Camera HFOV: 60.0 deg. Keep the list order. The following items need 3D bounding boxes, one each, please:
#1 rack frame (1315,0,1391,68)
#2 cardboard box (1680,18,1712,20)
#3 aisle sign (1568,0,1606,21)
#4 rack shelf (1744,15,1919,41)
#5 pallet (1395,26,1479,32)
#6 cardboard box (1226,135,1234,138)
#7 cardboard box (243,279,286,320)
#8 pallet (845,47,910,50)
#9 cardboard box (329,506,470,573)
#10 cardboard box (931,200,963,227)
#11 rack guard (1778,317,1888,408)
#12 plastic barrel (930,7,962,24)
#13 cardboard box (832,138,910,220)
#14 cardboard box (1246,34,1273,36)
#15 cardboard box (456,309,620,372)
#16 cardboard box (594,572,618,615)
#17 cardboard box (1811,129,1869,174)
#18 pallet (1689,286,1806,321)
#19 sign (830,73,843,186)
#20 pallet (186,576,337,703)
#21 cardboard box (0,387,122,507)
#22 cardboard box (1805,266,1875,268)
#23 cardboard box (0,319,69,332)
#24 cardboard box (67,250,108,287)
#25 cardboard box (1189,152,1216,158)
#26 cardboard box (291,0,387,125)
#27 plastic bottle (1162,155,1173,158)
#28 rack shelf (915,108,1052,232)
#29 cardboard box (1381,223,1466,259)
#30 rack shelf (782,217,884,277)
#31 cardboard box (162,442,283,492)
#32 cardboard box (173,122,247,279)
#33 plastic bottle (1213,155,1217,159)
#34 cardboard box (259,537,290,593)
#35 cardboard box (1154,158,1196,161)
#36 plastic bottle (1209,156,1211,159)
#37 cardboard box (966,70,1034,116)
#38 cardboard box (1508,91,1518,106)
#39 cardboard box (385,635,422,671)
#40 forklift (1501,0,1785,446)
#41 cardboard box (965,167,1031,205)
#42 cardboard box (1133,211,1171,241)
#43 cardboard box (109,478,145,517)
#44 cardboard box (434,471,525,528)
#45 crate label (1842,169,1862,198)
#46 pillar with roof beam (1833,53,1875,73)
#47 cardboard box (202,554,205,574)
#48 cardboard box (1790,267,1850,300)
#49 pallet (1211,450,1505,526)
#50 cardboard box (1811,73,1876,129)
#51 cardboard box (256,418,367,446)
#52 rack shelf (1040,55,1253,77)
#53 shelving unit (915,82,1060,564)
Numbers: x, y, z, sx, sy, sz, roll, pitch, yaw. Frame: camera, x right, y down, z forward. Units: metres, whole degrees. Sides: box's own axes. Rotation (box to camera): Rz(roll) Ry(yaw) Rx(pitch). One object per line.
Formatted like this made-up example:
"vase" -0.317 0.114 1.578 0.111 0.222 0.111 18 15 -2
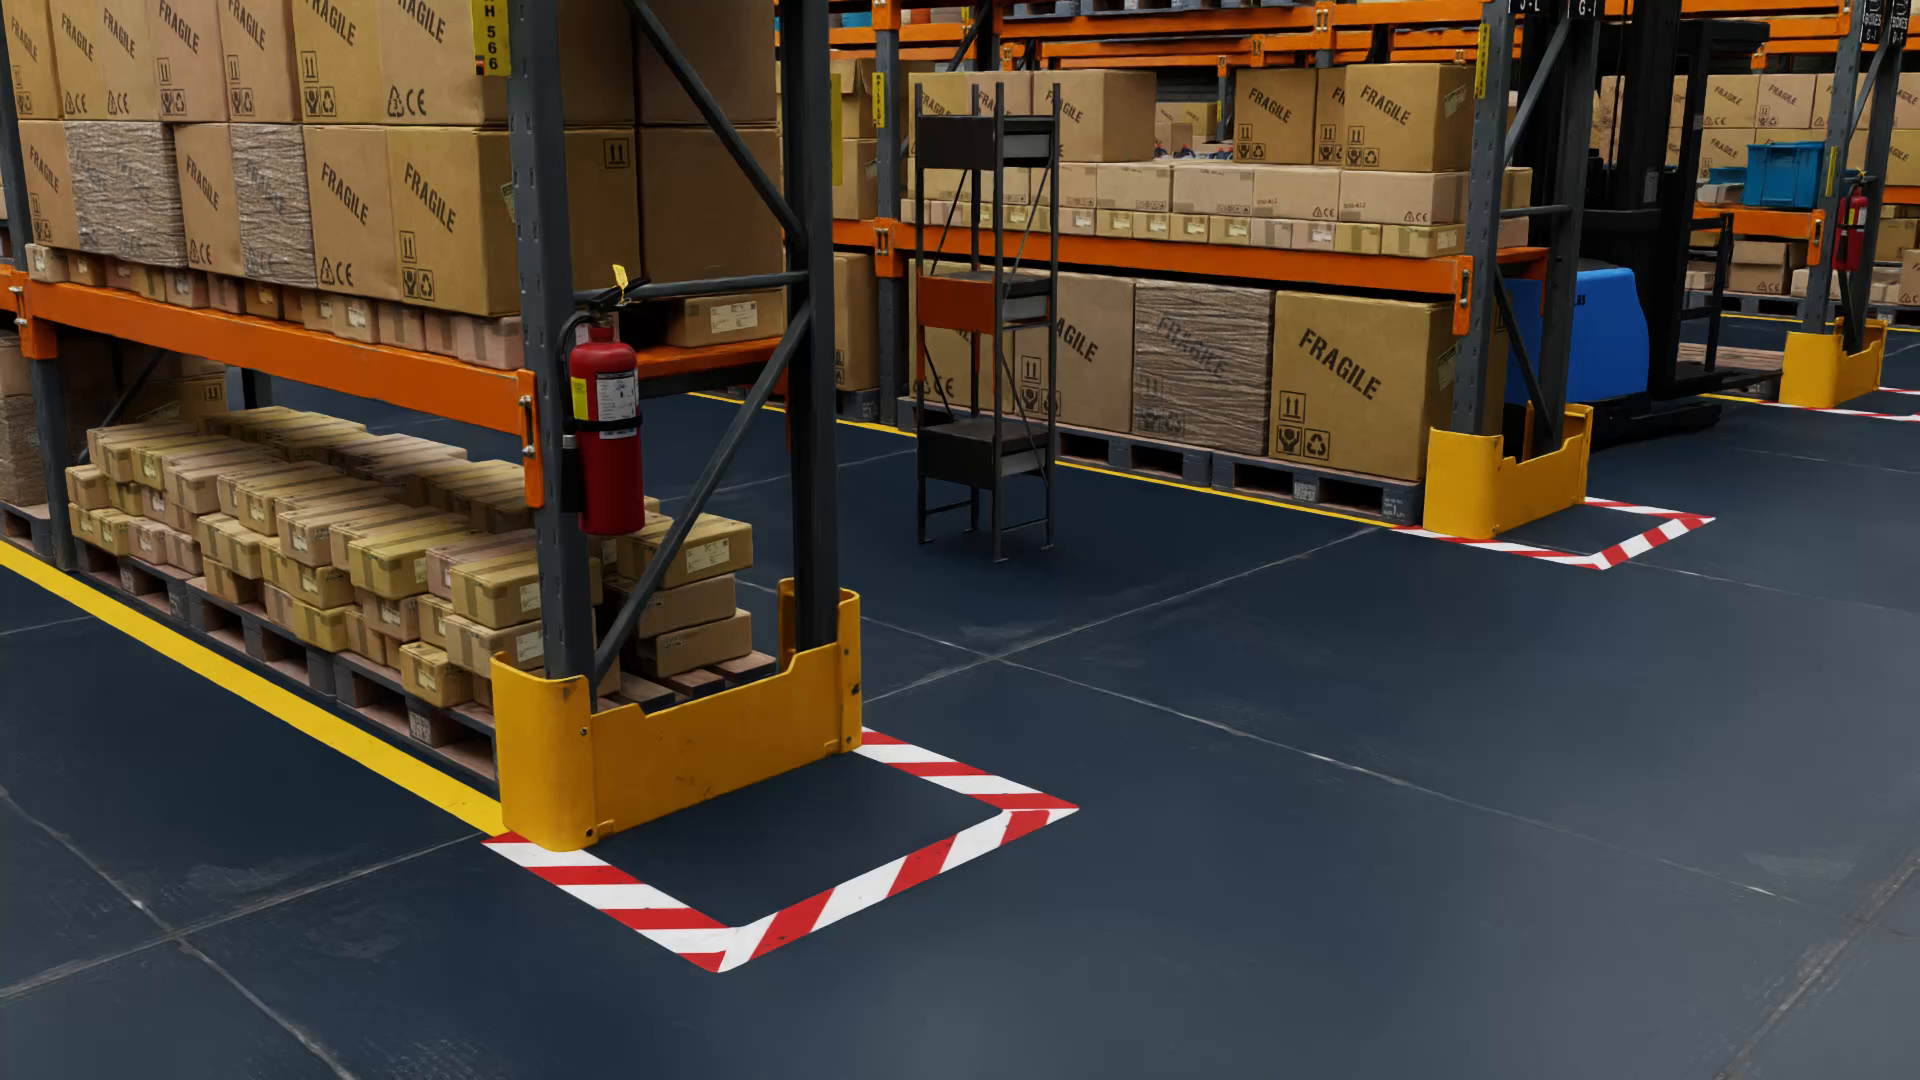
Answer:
"rack frame" 3.308 -3.183 14.200 0.127 3.000 1.000 14 20 42
"cardboard box" 7.284 -5.242 16.451 0.500 0.250 0.500 14 20 42
"aisle sign" 3.010 -2.884 7.896 0.004 0.787 0.394 14 20 42
"rack shelf" 8.189 -4.835 16.017 4.000 0.370 1.077 14 20 42
"pallet" 5.579 -5.750 18.475 1.003 0.211 1.213 14 20 42
"cardboard box" 4.236 -6.440 26.956 0.500 0.250 0.500 14 20 43
"cardboard box" -2.265 -0.871 5.823 0.250 0.149 0.380 14 20 43
"pallet" -1.399 -7.462 24.848 1.213 0.211 1.003 14 20 42
"cardboard box" -1.881 0.007 5.599 0.250 0.149 0.380 13 19 40
"cardboard box" 0.041 -2.005 10.175 0.250 0.149 0.380 13 19 40
"rack guard" 6.214 -1.272 11.822 0.348 0.500 1.175 14 20 42
"plastic barrel" -0.012 -5.761 17.148 0.600 0.901 0.600 0 15 0
"cardboard box" -0.656 -2.365 10.861 0.500 0.500 0.500 14 20 42
"cardboard box" 4.764 -7.975 25.608 0.500 0.500 0.500 -11 18 -36
"cardboard box" -1.197 -0.586 4.730 0.250 0.149 0.380 14 20 42
"cardboard box" -1.123 0.134 5.699 0.250 0.149 0.380 14 20 42
"cardboard box" 8.386 -3.638 15.745 0.500 0.500 0.500 14 20 43
"pallet" 8.125 -2.398 16.718 1.213 0.211 1.003 14 20 42
"sign" -0.389 -1.219 4.945 0.005 0.325 0.100 14 20 42
"pallet" -2.255 0.272 6.468 1.213 0.211 1.003 14 20 42
"cardboard box" -4.353 -0.479 7.946 0.500 0.500 0.500 13 20 41
"cardboard box" 8.714 -2.586 16.487 0.500 0.250 0.500 14 20 42
"cardboard box" -4.718 -0.935 8.209 0.500 0.250 0.500 -13 20 -42
"cardboard box" -3.431 -1.139 6.854 0.380 0.149 0.250 -14 20 -43
"cardboard box" 3.030 -4.767 20.778 0.250 0.149 0.380 14 20 42
"cardboard box" -1.633 -1.501 4.974 0.500 0.500 0.500 13 19 40
"plastic bottle" 1.910 -3.350 15.086 0.135 0.276 0.152 14 20 42
"rack shelf" 0.119 -1.651 7.383 0.480 0.518 0.431 14 20 42
"cardboard box" 2.265 -1.465 8.105 0.380 0.149 0.250 -14 20 -43
"rack shelf" -1.570 -2.286 12.184 4.000 0.370 1.077 14 20 42
"cardboard box" -2.964 -0.280 6.697 0.250 0.149 0.380 13 19 41
"cardboard box" -2.359 -1.193 5.774 0.500 0.500 0.500 -13 20 -41
"plastic bottle" 2.406 -3.476 15.570 0.135 0.276 0.152 14 20 42
"cardboard box" -2.273 0.063 5.972 0.380 0.149 0.250 -13 20 -41
"cardboard box" 1.112 -2.147 9.929 0.500 0.250 0.500 -14 20 -43
"plastic bottle" 2.247 -3.309 14.939 0.097 0.271 0.097 0 15 0
"cardboard box" 0.387 -2.501 9.801 0.500 0.500 0.500 14 20 42
"cardboard box" 7.840 -6.026 22.796 0.500 0.250 0.500 13 20 41
"cardboard box" -1.675 0.332 5.530 0.250 0.149 0.380 14 20 42
"forklift" 4.281 -2.205 10.580 3.031 2.935 1.130 -10 18 -35
"cardboard box" 0.381 -2.138 9.896 0.500 0.250 0.500 14 20 42
"cardboard box" 1.165 -1.733 9.132 0.380 0.149 0.250 -14 20 -43
"cardboard box" -3.362 -0.220 7.058 0.250 0.149 0.380 14 20 43
"cardboard box" -1.711 -0.139 6.158 0.380 0.149 0.250 -14 20 -42
"crate label" 6.238 -2.534 11.922 0.303 0.233 0.416 14 20 42
"pillar with roof beam" 8.301 -7.138 17.479 0.400 9.000 9.100 14 20 42
"cardboard box" -2.764 0.053 6.599 0.250 0.149 0.380 13 19 40
"cardboard box" 8.403 -2.486 16.105 0.500 0.250 0.500 14 20 42
"pallet" 2.120 -0.361 8.897 1.213 0.211 1.003 14 20 42
"cardboard box" 8.376 -4.120 15.614 0.500 0.500 0.500 -14 20 -43
"cardboard box" -2.813 -0.418 7.230 0.250 0.149 0.380 13 20 42
"rack shelf" 2.986 -7.835 27.531 4.000 0.370 1.077 14 20 42
"shelving unit" 0.119 -0.987 7.556 0.503 2.100 0.431 14 20 42
